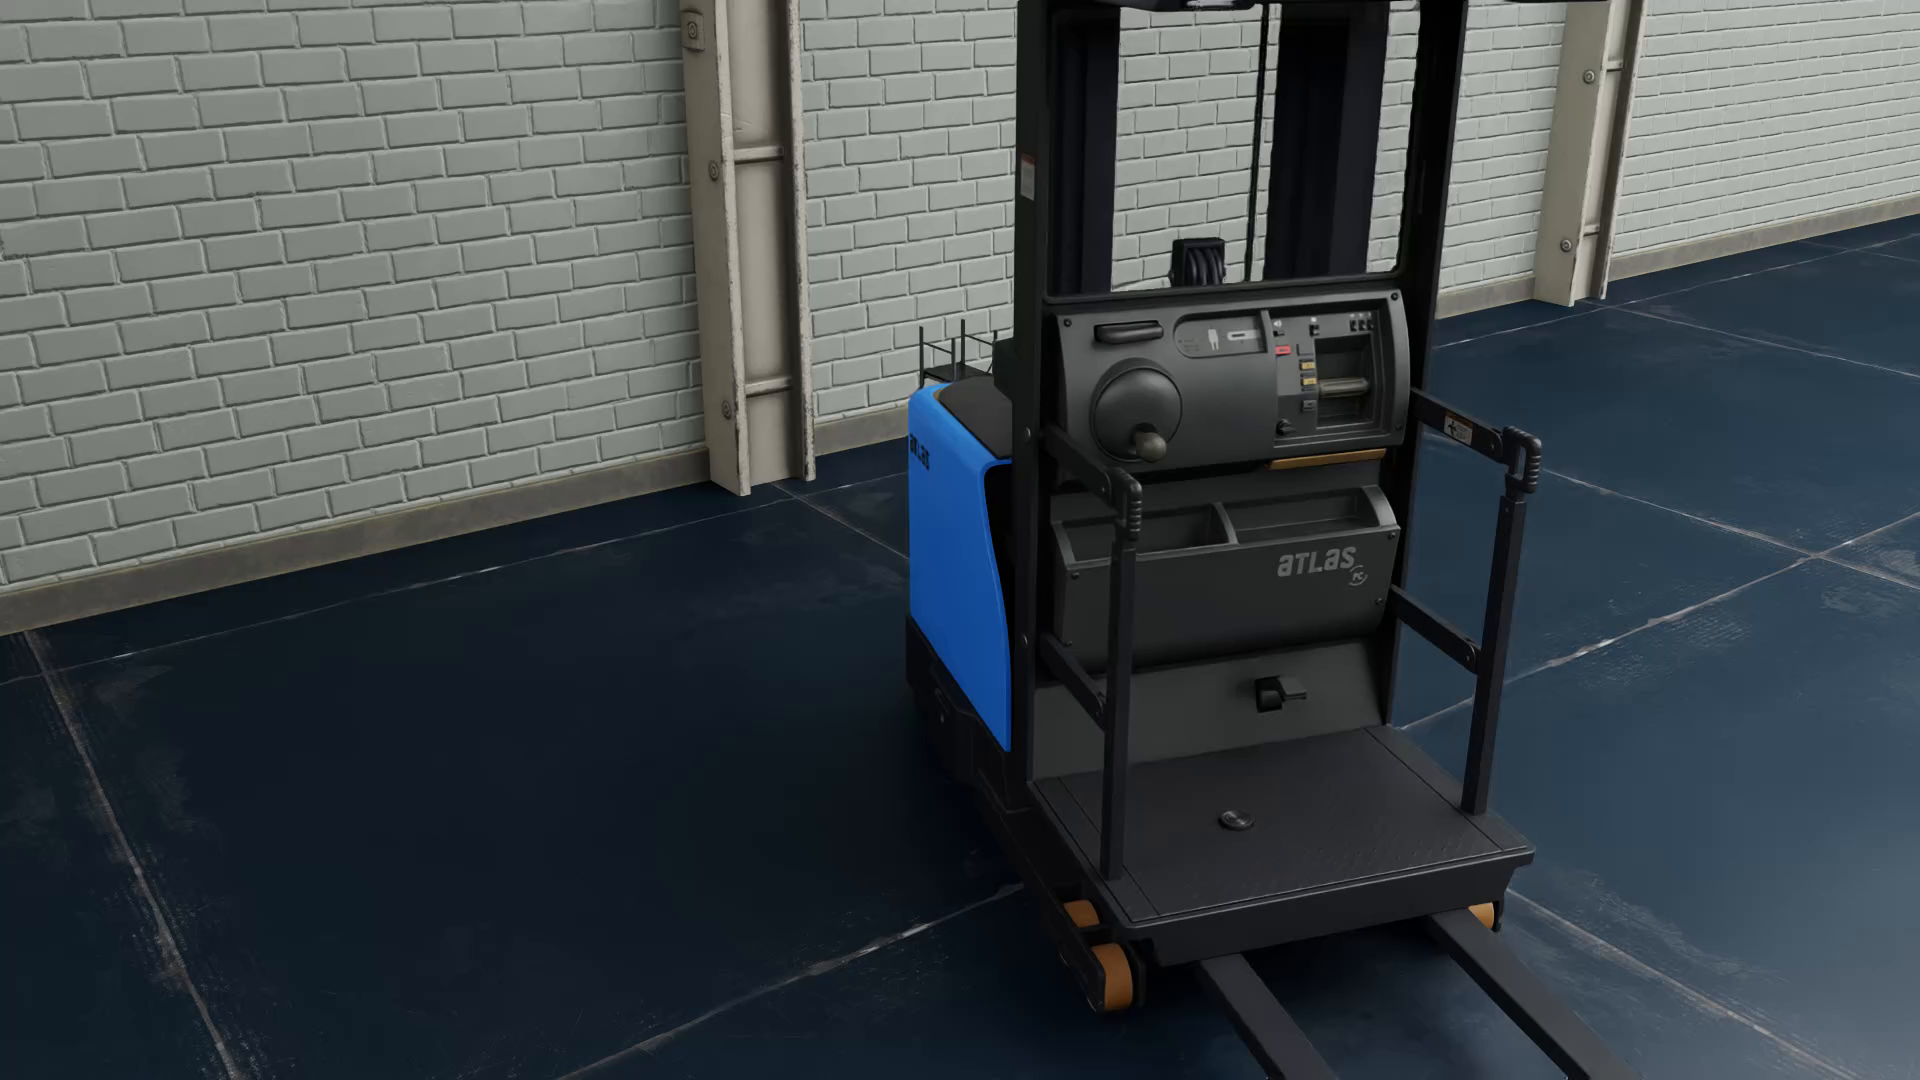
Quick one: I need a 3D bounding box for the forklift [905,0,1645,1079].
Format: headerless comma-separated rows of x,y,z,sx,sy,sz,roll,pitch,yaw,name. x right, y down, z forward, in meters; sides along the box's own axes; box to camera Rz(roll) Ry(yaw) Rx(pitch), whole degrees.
0.748,-0.383,3.901,1.130,2.935,3.031,-7,23,-16,forklift

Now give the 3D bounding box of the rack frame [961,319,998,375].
0.076,-0.438,6.780,0.006,0.900,0.240,-15,26,-33,rack frame

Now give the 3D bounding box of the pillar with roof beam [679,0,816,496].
1.608,-3.167,2.691,0.400,9.000,9.100,-15,26,-33,pillar with roof beam

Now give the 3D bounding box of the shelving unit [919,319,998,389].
-0.007,-0.416,6.725,0.210,0.900,0.258,-15,26,-33,shelving unit

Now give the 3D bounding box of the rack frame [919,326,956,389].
-0.089,-0.394,6.670,0.006,0.900,0.240,-15,26,-33,rack frame

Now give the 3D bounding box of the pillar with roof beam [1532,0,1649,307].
6.478,-4.466,5.946,0.400,9.000,9.100,-15,26,-33,pillar with roof beam

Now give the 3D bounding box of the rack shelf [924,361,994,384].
-0.007,-0.636,6.637,0.200,0.077,0.258,-15,26,-33,rack shelf
